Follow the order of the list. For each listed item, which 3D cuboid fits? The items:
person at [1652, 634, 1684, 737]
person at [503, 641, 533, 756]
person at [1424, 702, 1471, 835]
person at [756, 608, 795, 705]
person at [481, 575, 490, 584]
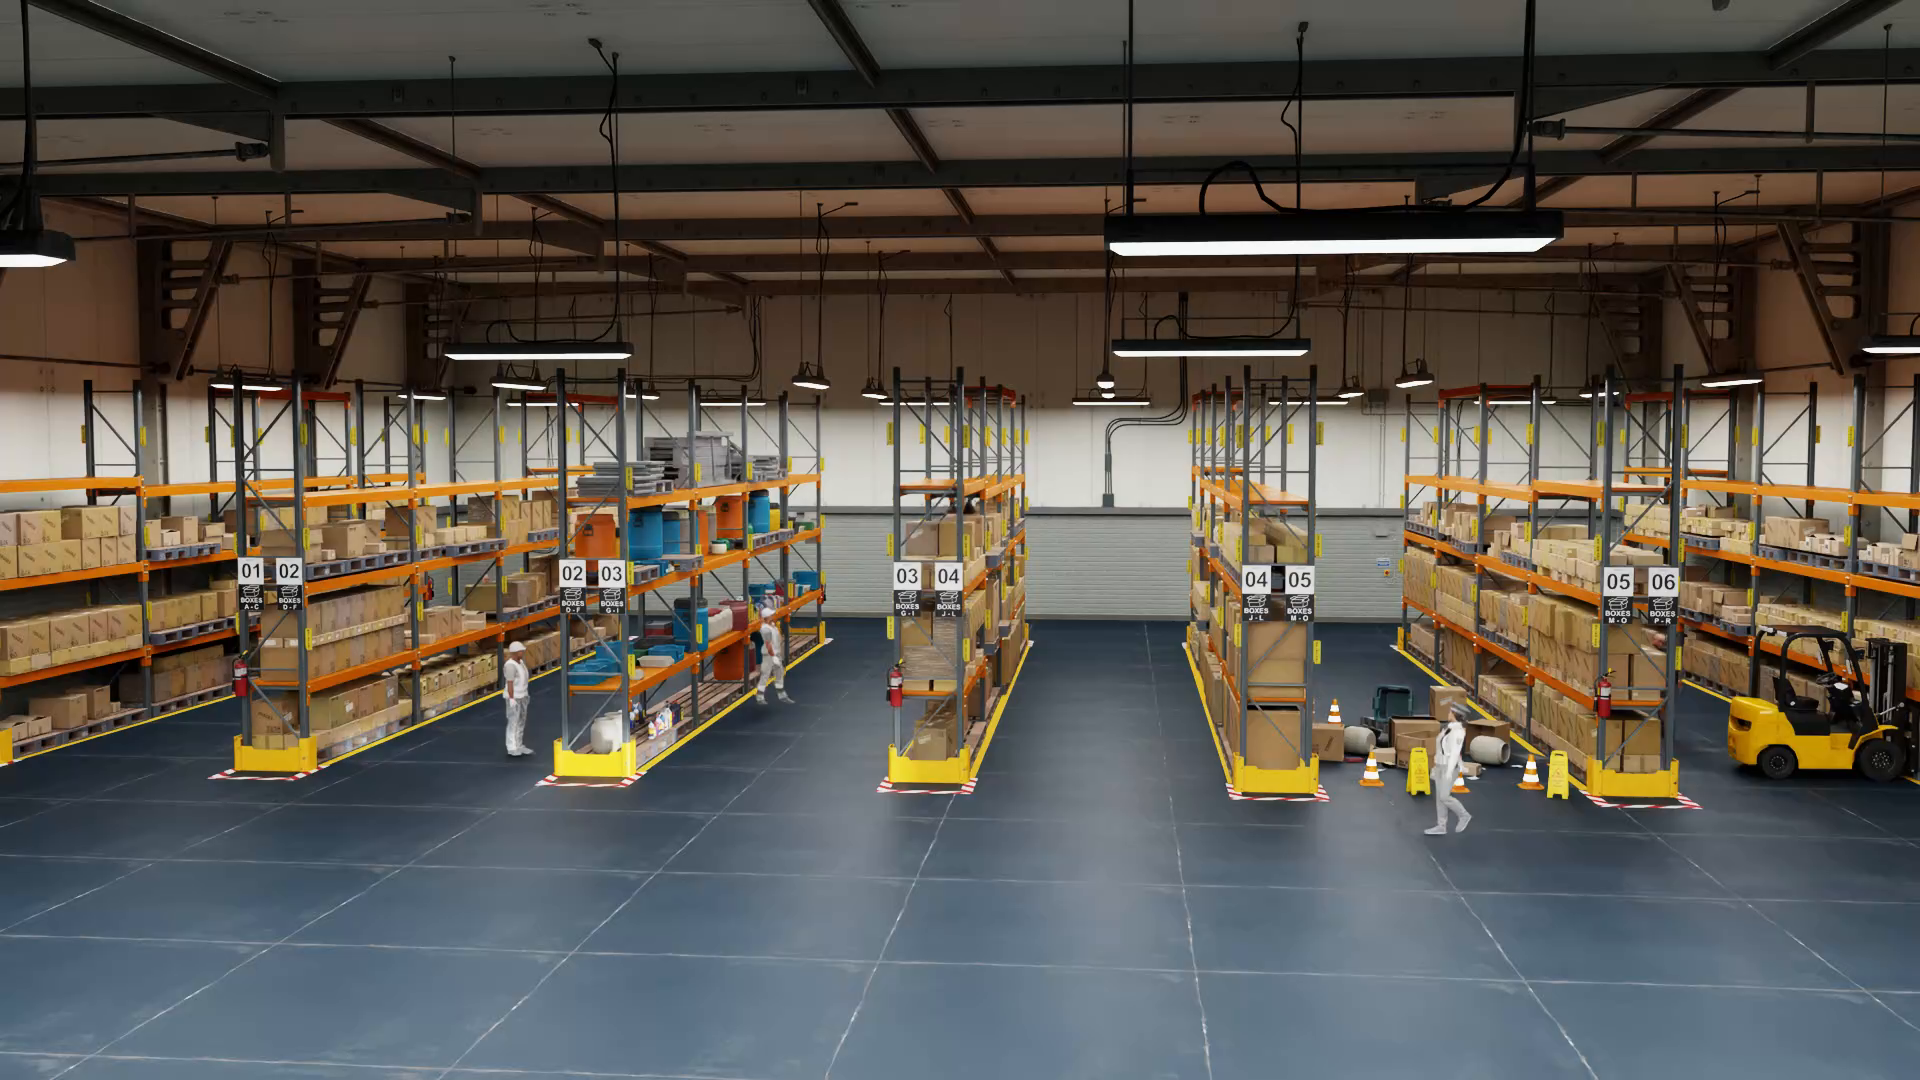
[{"bbox_3d":[11.779,2.455,27.852,0.699,1.744,0.656,0,4,4],"label":"person"},{"bbox_3d":[-6.967,2.483,26.098,0.375,1.794,0.576,1,4,10],"label":"person"},{"bbox_3d":[6.113,2.868,20.889,0.561,1.664,0.527,-1,4,-14],"label":"person"},{"bbox_3d":[-3.384,2.116,30.242,0.554,1.801,0.678,1,4,17],"label":"person"},{"bbox_3d":[-11.055,1.819,38.917,0.423,1.613,0.598,1,4,13],"label":"person"}]
